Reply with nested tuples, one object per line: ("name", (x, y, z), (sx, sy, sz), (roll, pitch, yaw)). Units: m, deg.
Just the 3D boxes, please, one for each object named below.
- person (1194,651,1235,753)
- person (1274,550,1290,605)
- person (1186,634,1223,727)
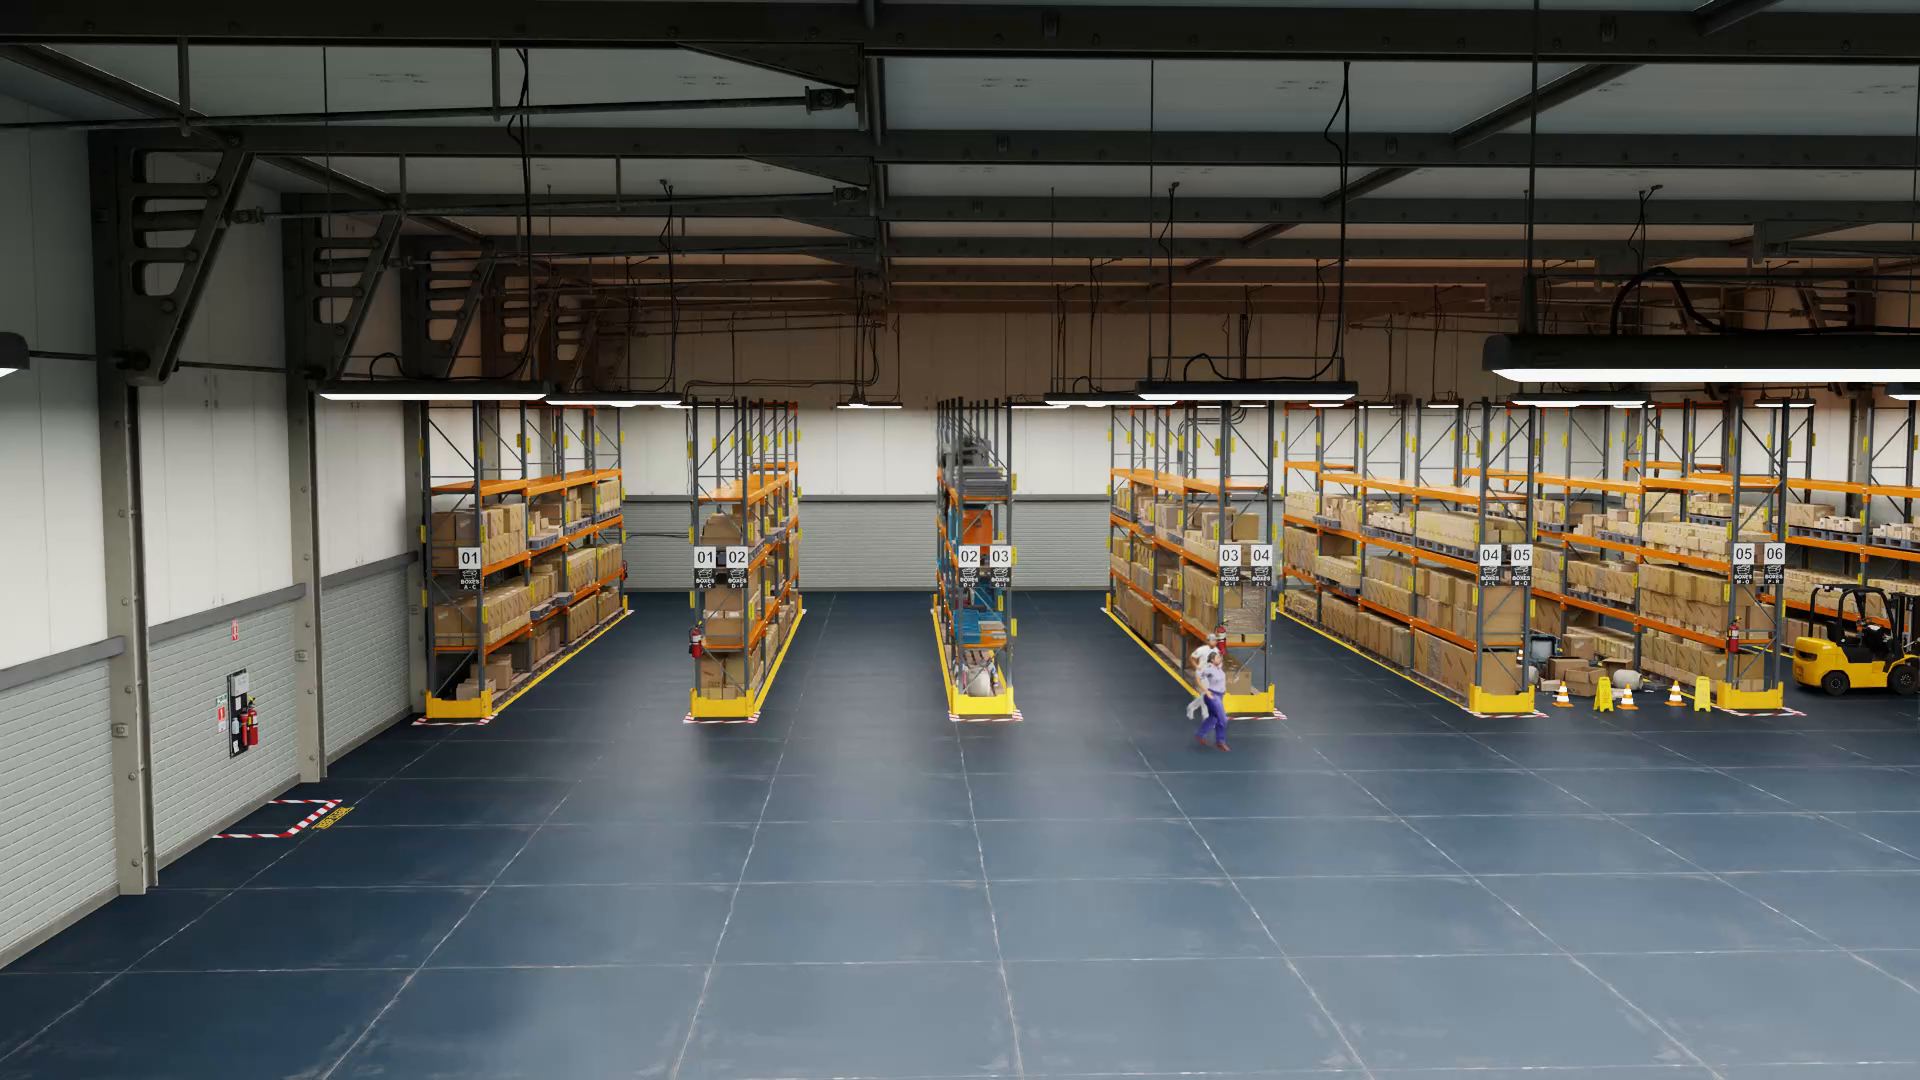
("person", (4.297, 2.730, 28.145), (0.706, 1.701, 0.588), (2, 5, 27))
("person", (9.532, 1.090, 49.023), (0.602, 1.685, 0.802), (0, 4, -5))
("person", (4.553, 2.552, 30.644), (0.634, 1.665, 0.866), (-3, 5, -31))
